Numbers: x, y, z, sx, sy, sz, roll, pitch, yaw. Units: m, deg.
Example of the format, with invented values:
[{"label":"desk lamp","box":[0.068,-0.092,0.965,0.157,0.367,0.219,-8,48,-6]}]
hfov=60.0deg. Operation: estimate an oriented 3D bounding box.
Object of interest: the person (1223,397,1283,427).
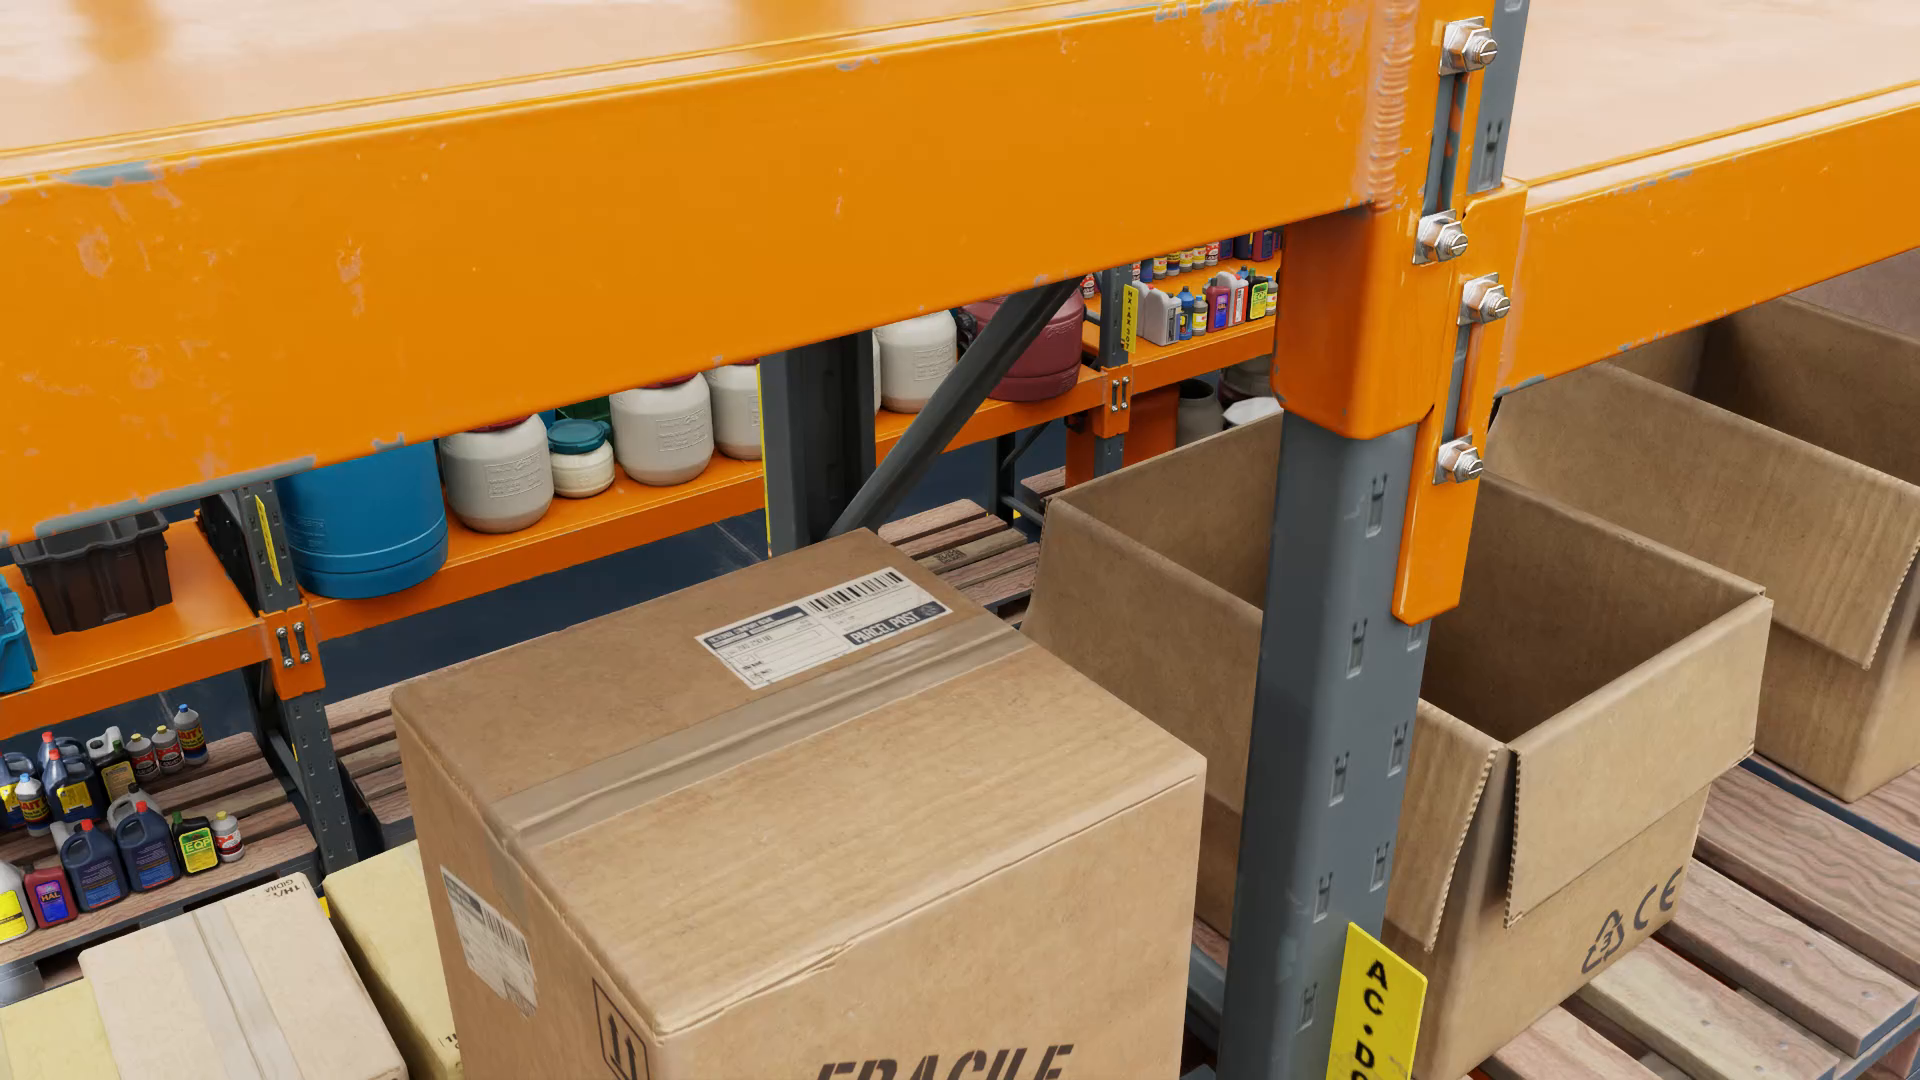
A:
[{"label":"person","box":[1.204,0.194,7.273,0.398,1.658,0.511,-19,34,-31]}]
